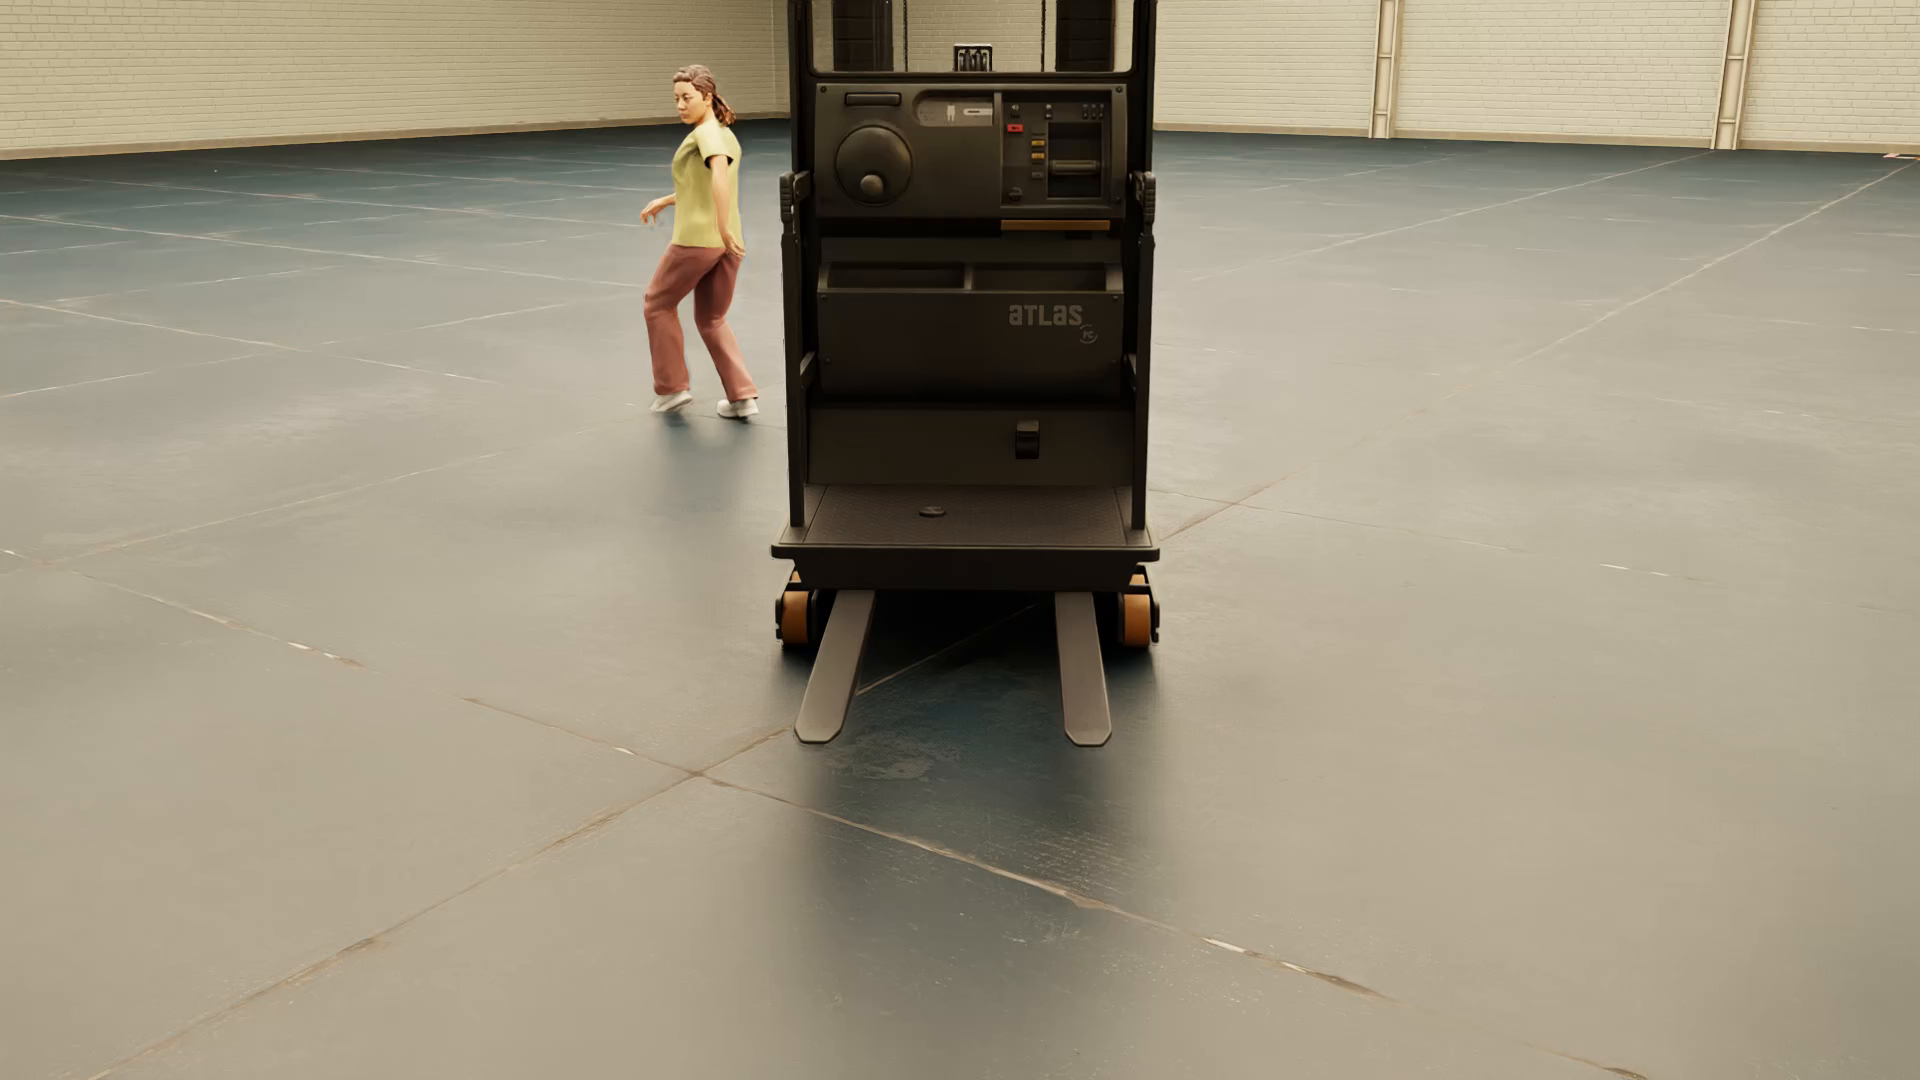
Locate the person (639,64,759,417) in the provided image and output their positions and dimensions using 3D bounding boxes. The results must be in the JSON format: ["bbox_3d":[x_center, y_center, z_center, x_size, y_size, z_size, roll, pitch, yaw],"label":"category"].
[{"bbox_3d":[-1.179,-1.339,7.711,0.801,1.669,0.515,11,20,32],"label":"person"}]

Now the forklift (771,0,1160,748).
[{"bbox_3d":[0.028,-1.175,4.763,1.130,2.935,3.031,0,17,2],"label":"forklift"}]
